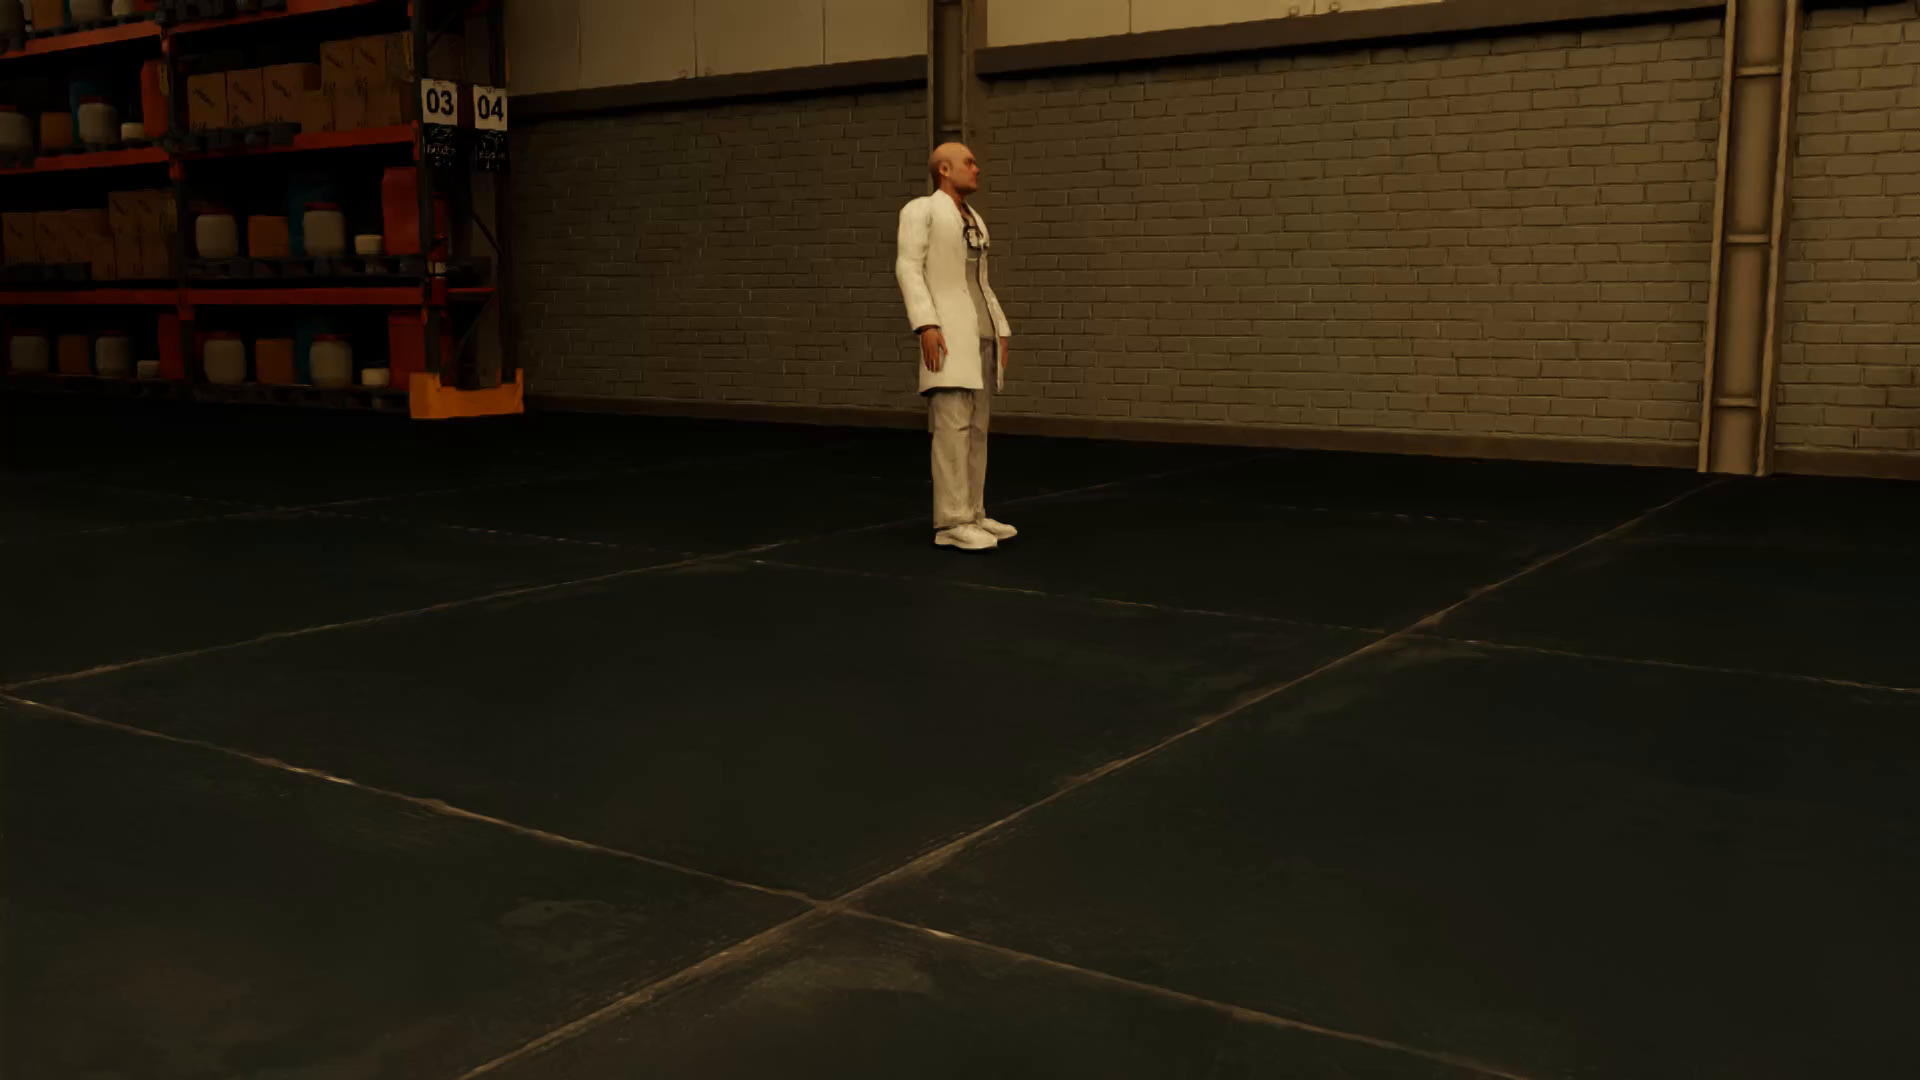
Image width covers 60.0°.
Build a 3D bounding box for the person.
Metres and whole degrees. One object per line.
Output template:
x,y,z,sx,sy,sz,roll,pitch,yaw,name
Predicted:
0.073,-0.880,7.423,0.579,1.776,0.694,5,10,34,person
